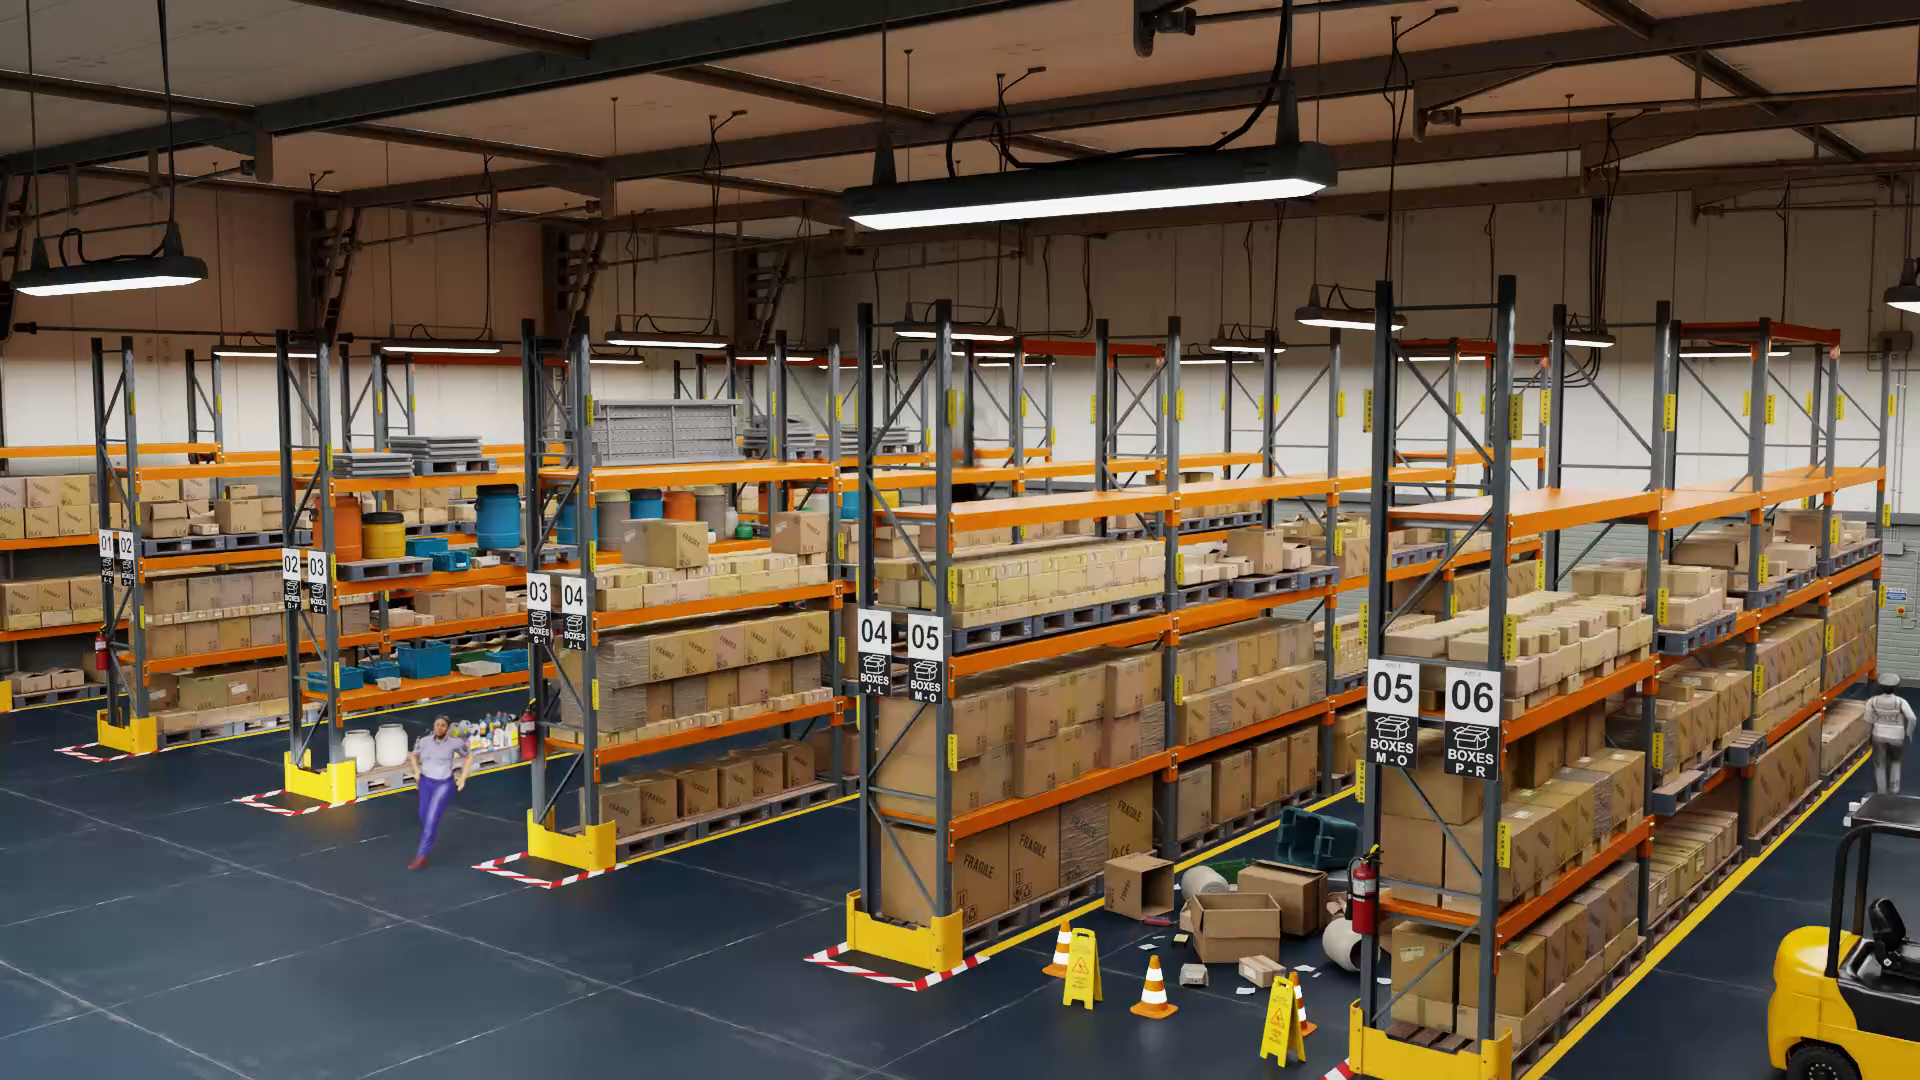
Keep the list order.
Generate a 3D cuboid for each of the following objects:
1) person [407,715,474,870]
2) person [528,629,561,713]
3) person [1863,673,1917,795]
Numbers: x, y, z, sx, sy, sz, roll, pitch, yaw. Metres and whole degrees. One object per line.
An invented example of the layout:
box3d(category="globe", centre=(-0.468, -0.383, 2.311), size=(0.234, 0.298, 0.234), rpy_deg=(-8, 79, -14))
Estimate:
box3d(category="person", centre=(-5.805, 2.753, 18.441), size=(0.695, 1.621, 0.923), rpy_deg=(1, 5, 9))
box3d(category="person", centre=(-6.579, 1.966, 26.455), size=(0.643, 1.844, 0.874), rpy_deg=(2, 6, 26))
box3d(category="person", centre=(11.655, 2.506, 20.869), size=(0.574, 1.690, 0.667), rpy_deg=(3, 6, 27))
